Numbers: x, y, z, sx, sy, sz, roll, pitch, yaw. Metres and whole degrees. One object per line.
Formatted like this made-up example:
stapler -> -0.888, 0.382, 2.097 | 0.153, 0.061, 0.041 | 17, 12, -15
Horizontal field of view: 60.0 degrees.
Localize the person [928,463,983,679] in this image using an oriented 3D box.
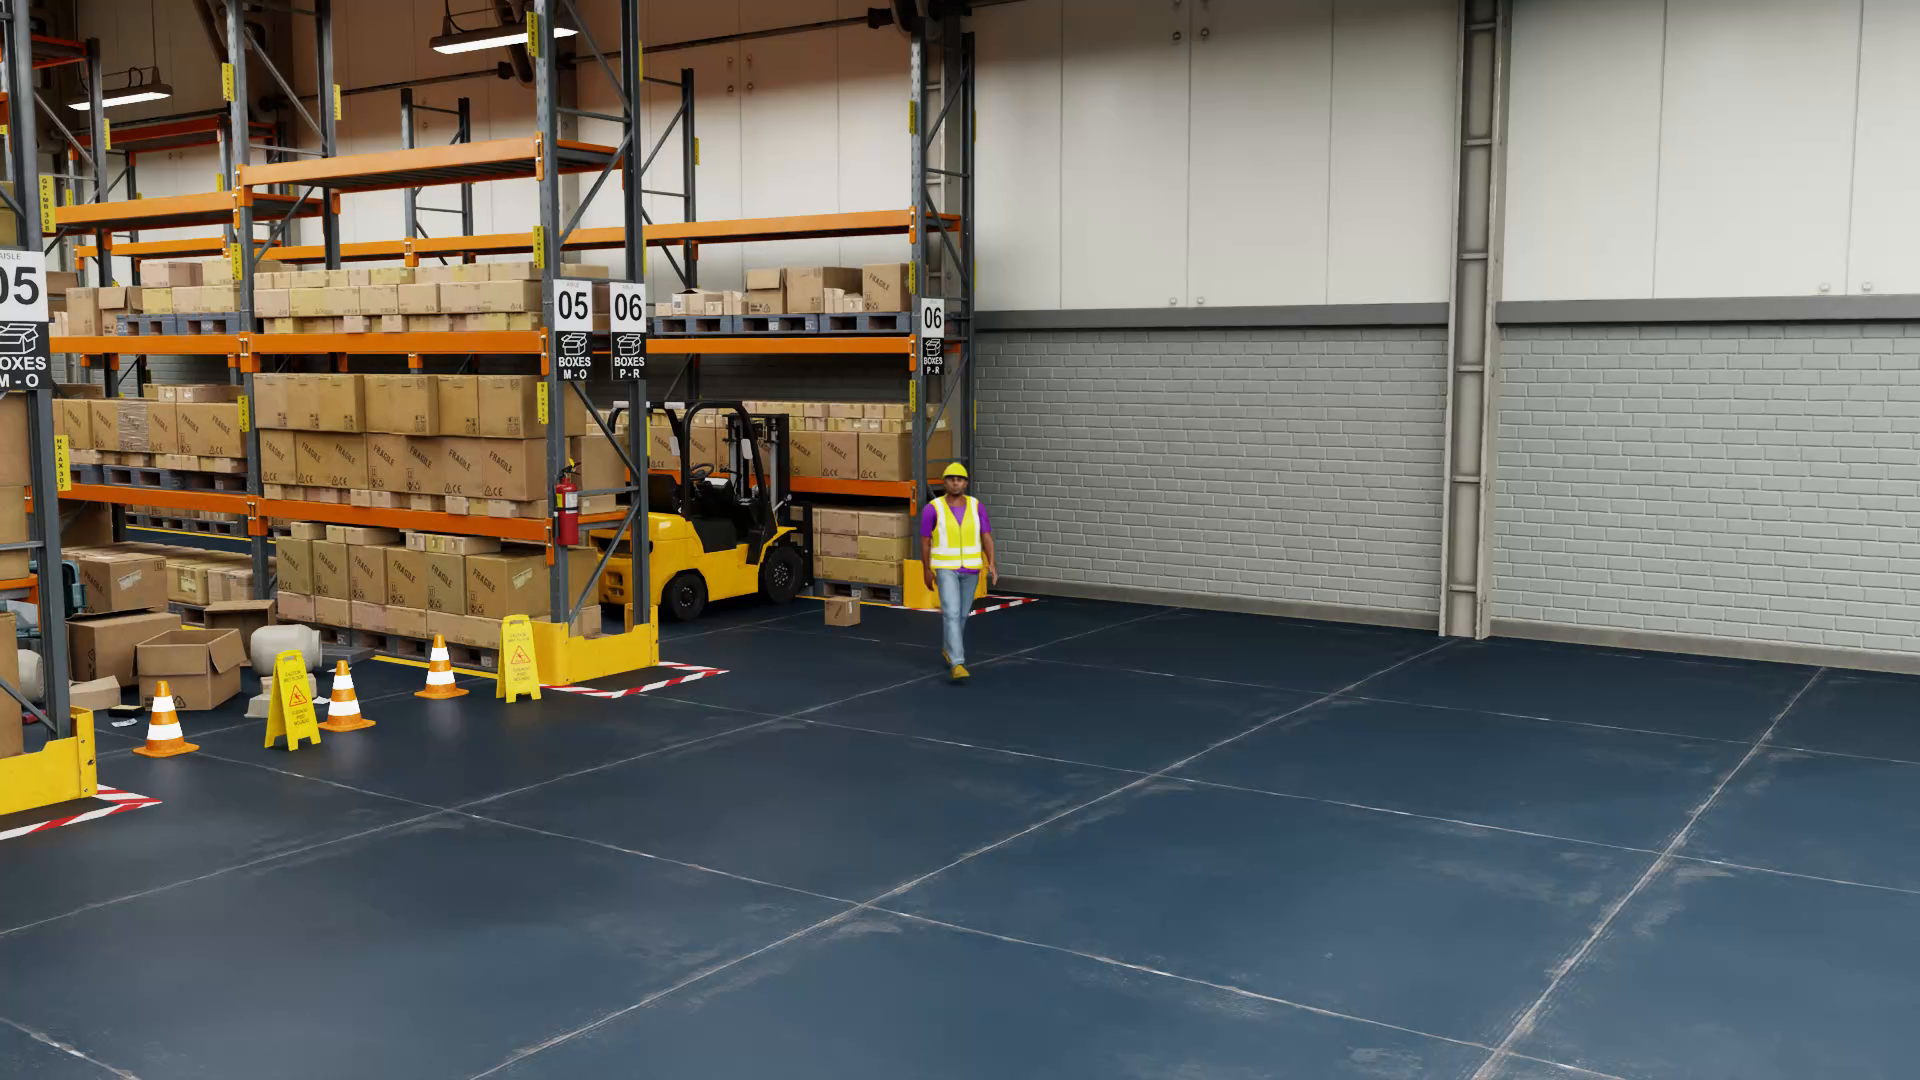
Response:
person -> -0.003, 0.233, 13.531 | 0.435, 1.717, 1.043 | -2, 7, -18
